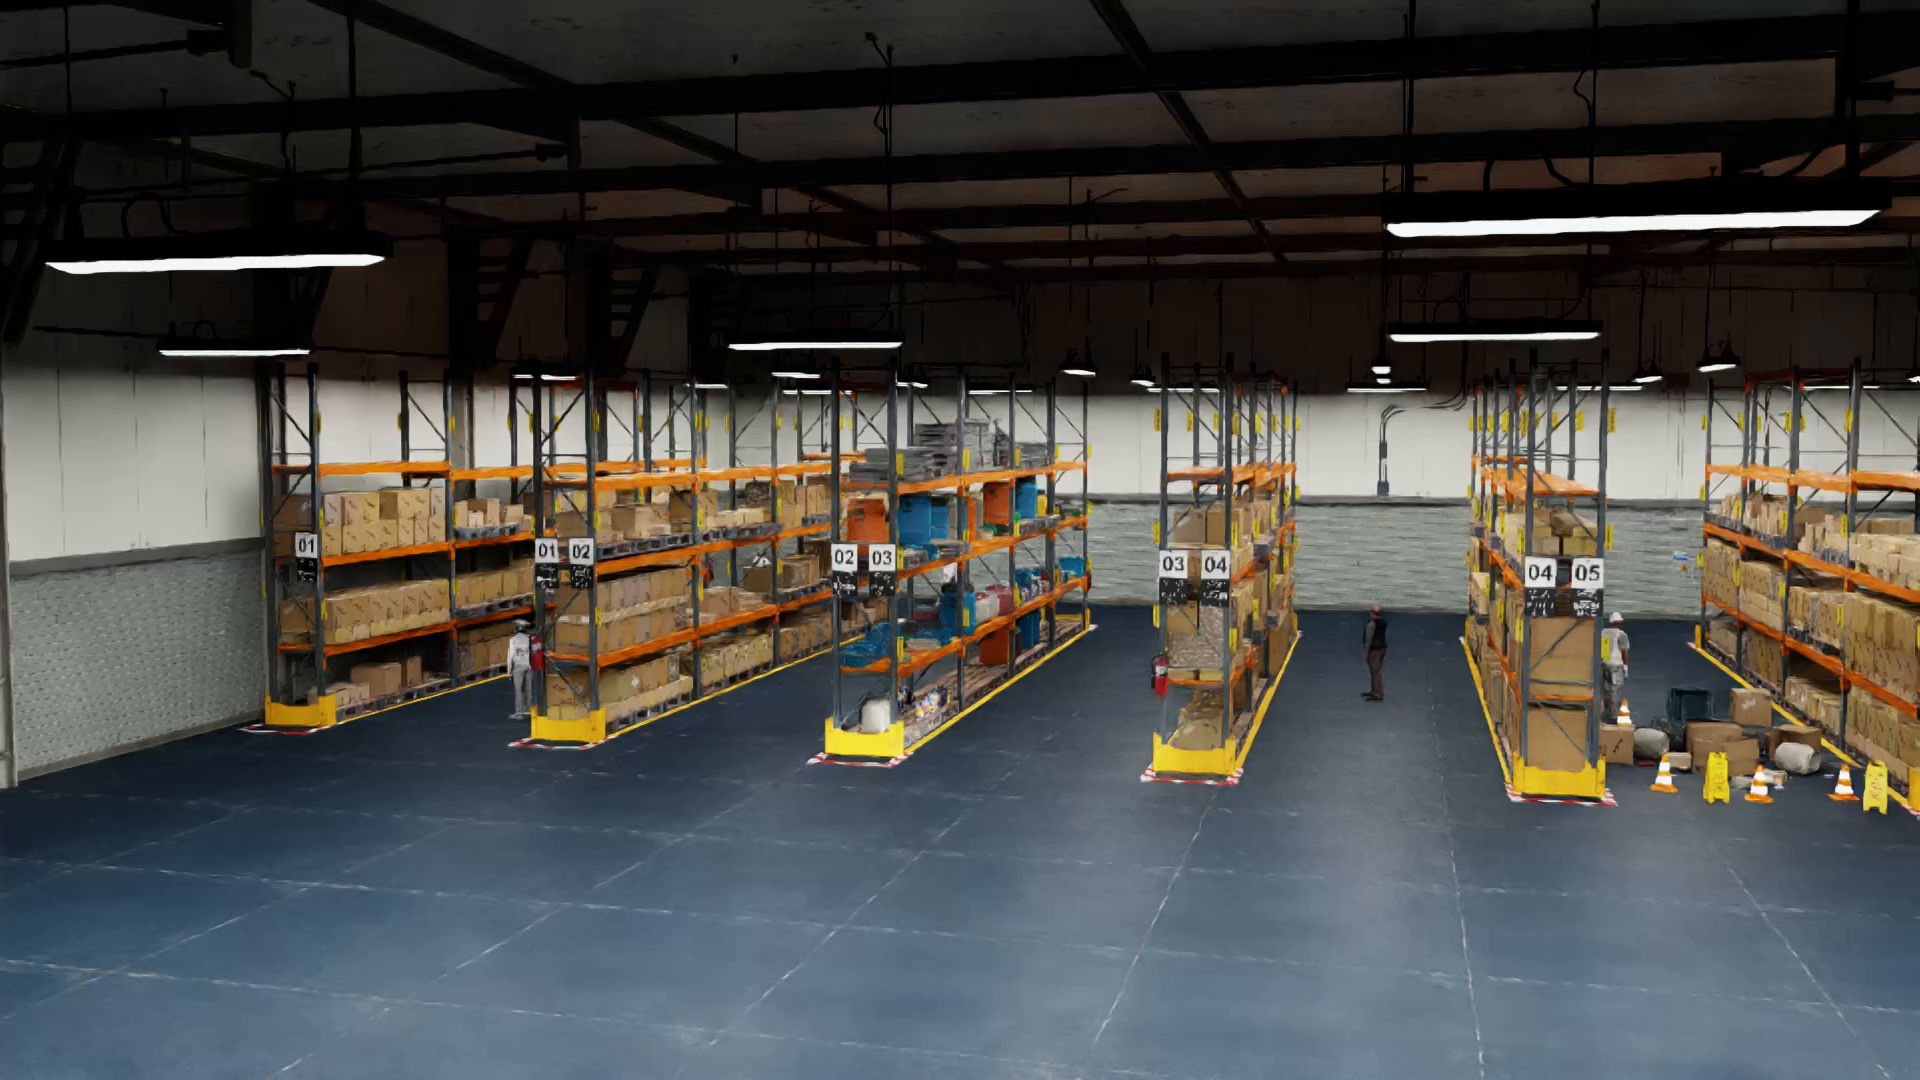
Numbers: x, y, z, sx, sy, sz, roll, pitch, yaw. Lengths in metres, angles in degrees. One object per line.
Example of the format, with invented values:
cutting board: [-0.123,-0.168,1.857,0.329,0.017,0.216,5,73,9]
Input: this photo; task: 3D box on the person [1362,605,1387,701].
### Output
person: [7.475,2.020,30.028,0.555,1.722,0.615,4,5,43]

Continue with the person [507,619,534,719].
person: [-7.461,2.175,28.166,0.525,1.677,0.458,-4,6,-45]

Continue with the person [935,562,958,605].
person: [-0.328,0.911,45.636,0.744,1.773,0.508,-3,5,-32]

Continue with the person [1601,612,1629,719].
person: [11.123,2.113,28.162,0.456,1.786,0.620,-1,4,-15]

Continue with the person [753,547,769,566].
person: [-5.407,0.999,45.164,0.448,1.622,0.996,0,4,6]
